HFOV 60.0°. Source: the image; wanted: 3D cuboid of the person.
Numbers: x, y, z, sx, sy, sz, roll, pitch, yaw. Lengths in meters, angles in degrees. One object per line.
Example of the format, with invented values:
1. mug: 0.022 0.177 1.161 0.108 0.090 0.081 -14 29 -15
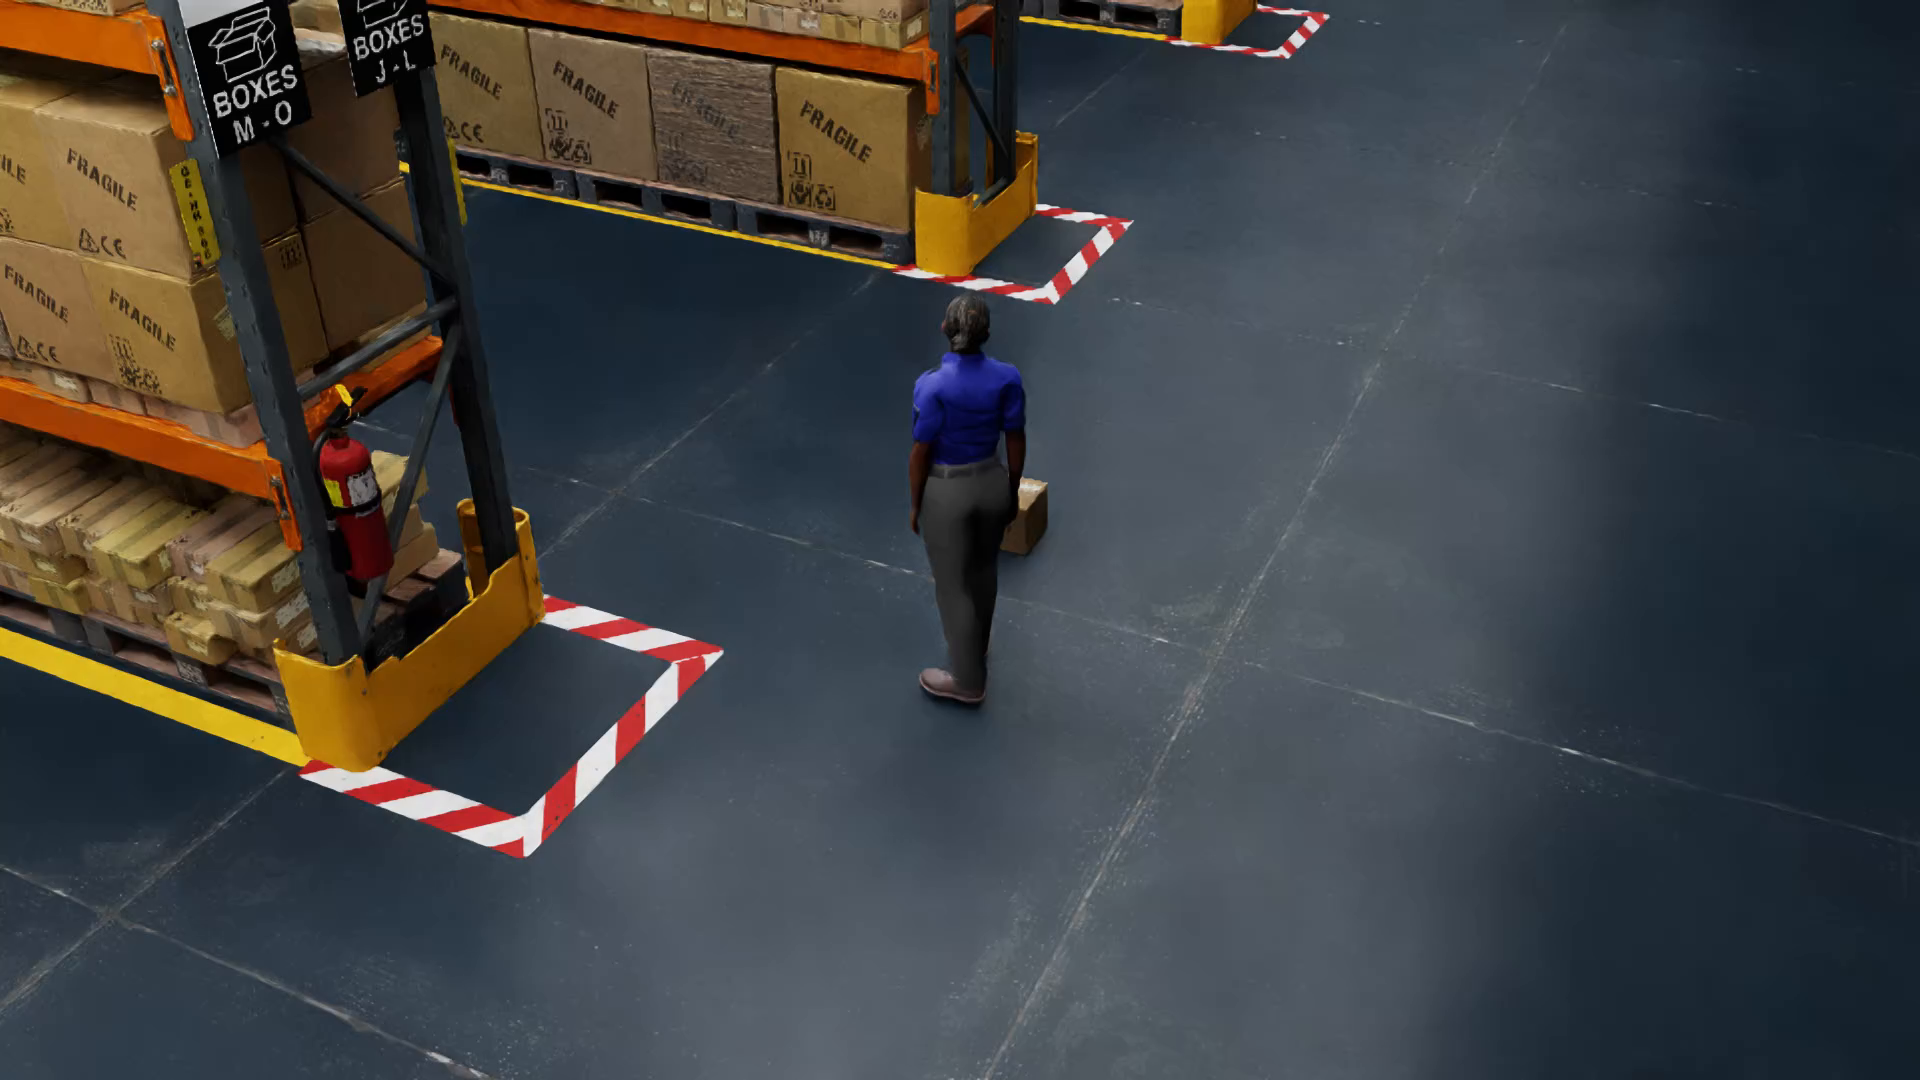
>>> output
1. person: 0.021 -0.166 6.392 0.465 1.657 0.551 -16 37 -22
